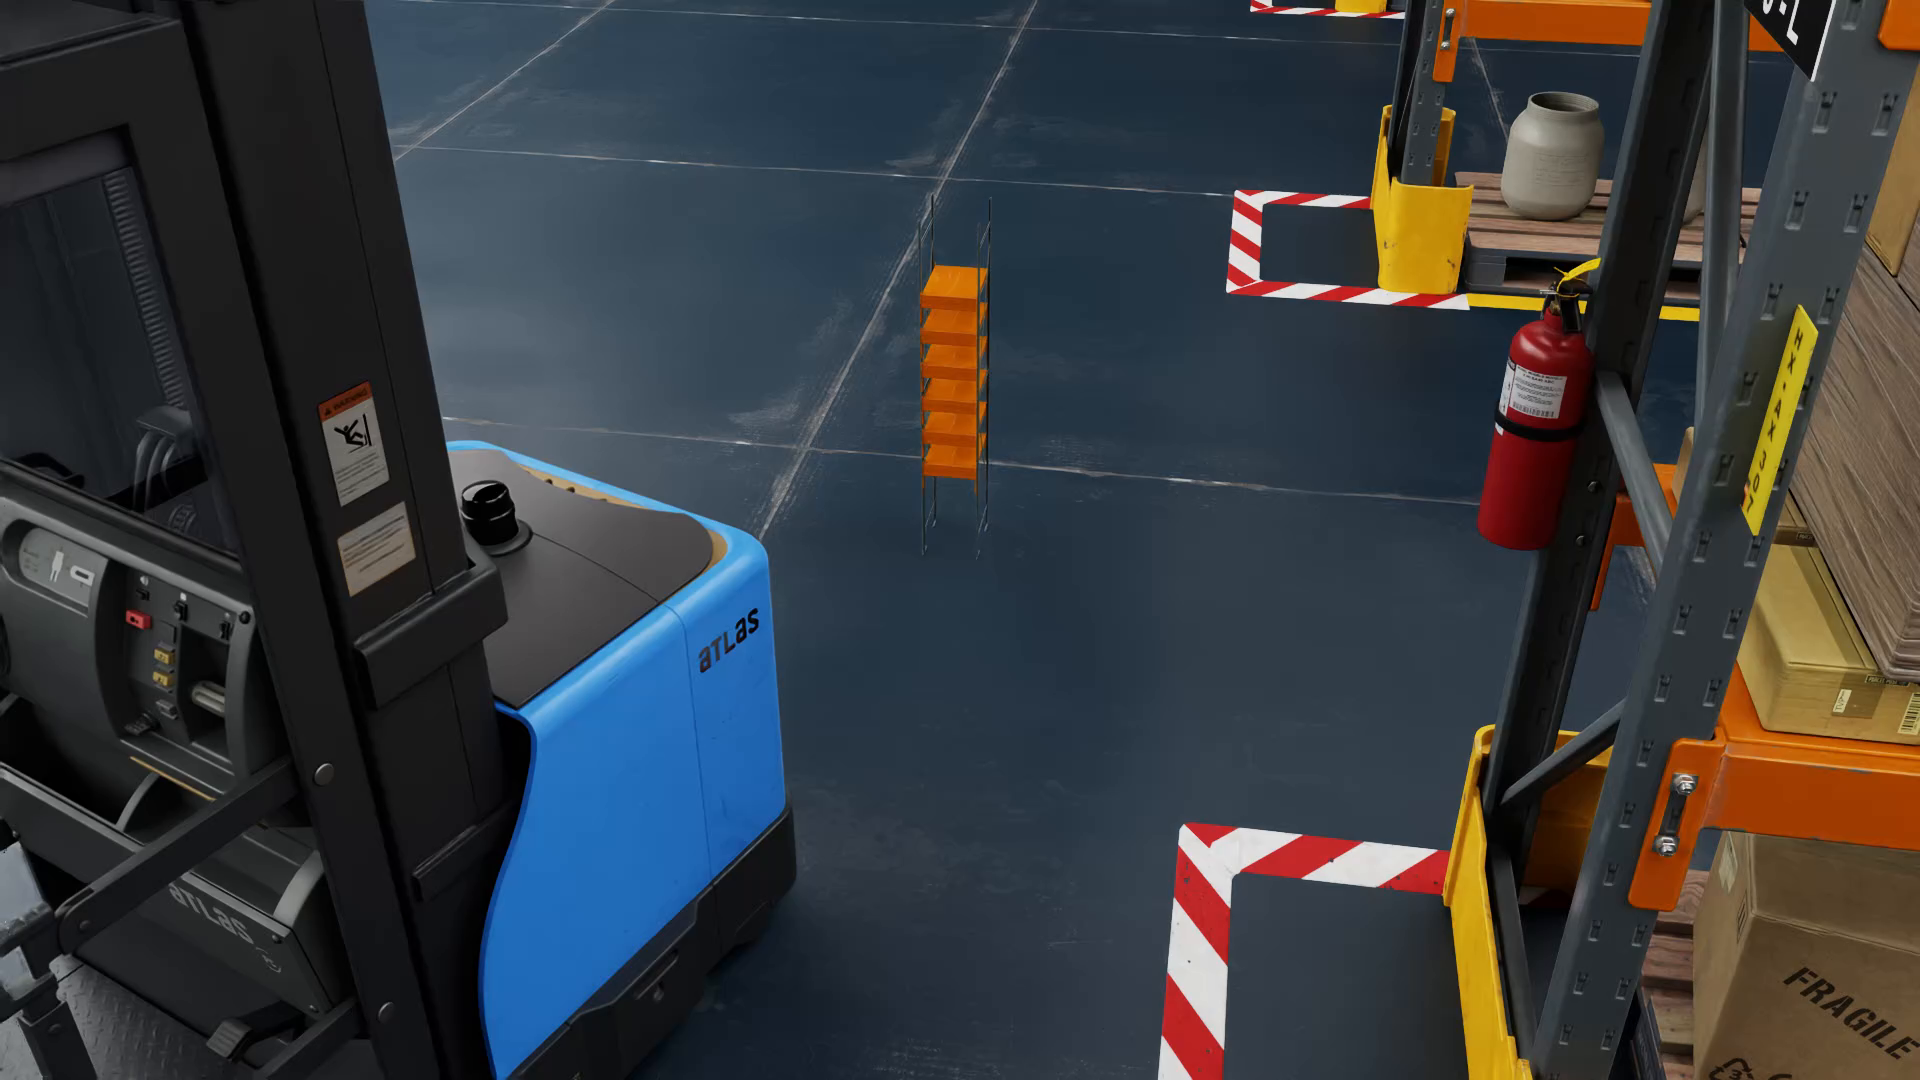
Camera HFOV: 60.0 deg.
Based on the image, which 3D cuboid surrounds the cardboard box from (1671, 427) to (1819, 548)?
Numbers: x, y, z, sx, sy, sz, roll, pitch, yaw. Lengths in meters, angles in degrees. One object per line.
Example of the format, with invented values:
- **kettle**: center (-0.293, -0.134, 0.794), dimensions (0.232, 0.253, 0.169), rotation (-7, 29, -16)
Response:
- **cardboard box**: center (1.574, -0.061, 3.258), dimensions (0.250, 0.149, 0.380), rotation (5, 32, 8)

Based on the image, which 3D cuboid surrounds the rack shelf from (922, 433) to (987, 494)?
- **rack shelf**: center (-0.014, -0.269, 5.585), dimensions (0.180, 0.103, 0.258), rotation (5, 32, 8)

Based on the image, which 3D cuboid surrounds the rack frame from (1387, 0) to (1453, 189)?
- **rack frame**: center (2.091, -2.676, 7.198), dimensions (0.127, 3.000, 1.000), rotation (5, 32, 8)

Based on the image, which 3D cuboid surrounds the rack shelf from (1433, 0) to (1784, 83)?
- **rack shelf**: center (4.063, -2.192, 7.103), dimensions (4.000, 0.370, 1.077), rotation (5, 32, 8)

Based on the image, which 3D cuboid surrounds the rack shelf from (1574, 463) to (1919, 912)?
- **rack shelf**: center (3.229, 0.398, 2.965), dimensions (4.000, 0.370, 1.077), rotation (5, 32, 8)

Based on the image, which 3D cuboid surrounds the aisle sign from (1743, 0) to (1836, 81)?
- **aisle sign**: center (1.146, -1.036, 2.128), dimensions (0.004, 0.787, 0.394), rotation (5, 32, 8)

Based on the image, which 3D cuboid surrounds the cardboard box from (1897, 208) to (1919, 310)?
- **cardboard box**: center (1.754, -0.486, 2.382), dimensions (0.500, 0.500, 0.500), rotation (5, 32, 8)

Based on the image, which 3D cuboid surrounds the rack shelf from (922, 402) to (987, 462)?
- **rack shelf**: center (-0.014, -0.370, 5.521), dimensions (0.180, 0.103, 0.258), rotation (5, 32, 8)

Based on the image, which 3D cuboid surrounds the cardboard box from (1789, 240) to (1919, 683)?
- **cardboard box**: center (1.795, -0.190, 2.852), dimensions (0.500, 0.500, 0.875), rotation (5, 32, 8)

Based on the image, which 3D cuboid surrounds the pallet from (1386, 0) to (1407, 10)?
- **pallet**: center (3.689, -4.038, 12.002), dimensions (1.213, 0.211, 1.003), rotation (5, 32, 8)

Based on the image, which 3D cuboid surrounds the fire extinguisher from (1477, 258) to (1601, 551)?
- **fire extinguisher**: center (1.223, -0.304, 3.481), dimensions (0.183, 0.674, 0.296), rotation (5, 32, 8)

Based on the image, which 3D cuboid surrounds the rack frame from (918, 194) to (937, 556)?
- **rack frame**: center (-0.104, -0.518, 5.447), dimensions (0.006, 1.200, 0.240), rotation (5, 32, 8)

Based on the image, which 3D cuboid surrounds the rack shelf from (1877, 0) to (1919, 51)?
- **rack shelf**: center (3.229, -0.873, 2.169), dimensions (4.000, 0.370, 1.077), rotation (5, 32, 8)

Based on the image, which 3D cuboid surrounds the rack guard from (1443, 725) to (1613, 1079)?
- **rack guard**: center (1.333, 0.981, 3.712), dimensions (0.348, 0.500, 1.175), rotation (5, 32, 8)

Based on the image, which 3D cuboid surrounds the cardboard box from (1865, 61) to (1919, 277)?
- **cardboard box**: center (1.842, -0.758, 2.817), dimensions (0.500, 0.500, 0.500), rotation (5, 32, 8)

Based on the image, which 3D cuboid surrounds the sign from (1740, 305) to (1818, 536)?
- **sign**: center (1.167, -0.169, 2.376), dimensions (0.005, 0.325, 0.100), rotation (5, 32, 8)

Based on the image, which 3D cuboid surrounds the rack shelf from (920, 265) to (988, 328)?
- **rack shelf**: center (-0.014, -0.777, 5.266), dimensions (0.180, 0.103, 0.258), rotation (5, 32, 8)

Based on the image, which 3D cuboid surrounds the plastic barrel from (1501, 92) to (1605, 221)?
- **plastic barrel**: center (2.753, -1.780, 7.716), dimensions (0.421, 0.512, 0.421), rotation (0, 32, 0)

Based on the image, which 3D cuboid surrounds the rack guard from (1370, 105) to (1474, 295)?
- **rack guard**: center (2.174, -1.634, 7.889), dimensions (0.348, 0.500, 1.175), rotation (5, 32, 8)

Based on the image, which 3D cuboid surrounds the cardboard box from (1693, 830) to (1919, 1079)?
- **cardboard box**: center (1.871, 0.861, 3.508), dimensions (0.500, 0.500, 0.500), rotation (11, 34, 17)

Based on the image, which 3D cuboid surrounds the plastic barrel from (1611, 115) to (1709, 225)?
- **plastic barrel**: center (3.247, -1.736, 7.645), dimensions (0.421, 0.512, 0.421), rotation (0, 32, 0)

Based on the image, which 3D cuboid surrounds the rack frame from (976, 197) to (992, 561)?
- **rack frame**: center (0.076, -0.502, 5.421), dimensions (0.006, 1.200, 0.240), rotation (5, 32, 8)

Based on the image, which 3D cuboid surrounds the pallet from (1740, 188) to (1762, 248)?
- **pallet**: center (4.173, -1.326, 7.670), dimensions (1.213, 0.211, 1.003), rotation (5, 32, 8)

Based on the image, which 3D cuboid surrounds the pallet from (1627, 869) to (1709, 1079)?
- **pallet**: center (2.128, 1.194, 3.643), dimensions (1.213, 0.211, 1.003), rotation (5, 32, 8)

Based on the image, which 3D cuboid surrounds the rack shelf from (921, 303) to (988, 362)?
- **rack shelf**: center (-0.014, -0.676, 5.330), dimensions (0.180, 0.103, 0.258), rotation (5, 32, 8)

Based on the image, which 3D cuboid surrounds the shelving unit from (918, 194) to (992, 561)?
- **shelving unit**: center (-0.014, -0.510, 5.434), dimensions (0.189, 1.200, 0.258), rotation (5, 32, 8)

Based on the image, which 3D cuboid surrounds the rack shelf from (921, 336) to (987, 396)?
- **rack shelf**: center (-0.014, -0.574, 5.394), dimensions (0.180, 0.103, 0.258), rotation (5, 32, 8)

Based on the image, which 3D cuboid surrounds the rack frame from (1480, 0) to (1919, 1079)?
- **rack frame**: center (1.258, -0.085, 3.059), dimensions (0.127, 3.000, 1.000), rotation (5, 32, 8)

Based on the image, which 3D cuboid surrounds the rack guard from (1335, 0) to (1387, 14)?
- **rack guard**: center (2.905, -4.209, 12.003), dimensions (0.348, 0.500, 1.175), rotation (5, 32, 8)

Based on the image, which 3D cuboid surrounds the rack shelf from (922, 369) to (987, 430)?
- **rack shelf**: center (-0.014, -0.472, 5.457), dimensions (0.180, 0.103, 0.258), rotation (5, 32, 8)

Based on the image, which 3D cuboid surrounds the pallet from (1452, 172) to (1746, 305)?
- **pallet**: center (2.974, -1.436, 7.846), dimensions (1.213, 0.211, 1.003), rotation (5, 32, 8)

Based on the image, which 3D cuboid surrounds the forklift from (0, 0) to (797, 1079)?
- **forklift**: center (-1.613, 0.197, 2.673), dimensions (1.130, 2.935, 3.031), rotation (18, 36, 26)

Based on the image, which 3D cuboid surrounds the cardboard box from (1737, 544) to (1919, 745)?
- **cardboard box**: center (1.499, 0.171, 2.886), dimensions (0.250, 0.149, 0.380), rotation (5, 32, 8)
